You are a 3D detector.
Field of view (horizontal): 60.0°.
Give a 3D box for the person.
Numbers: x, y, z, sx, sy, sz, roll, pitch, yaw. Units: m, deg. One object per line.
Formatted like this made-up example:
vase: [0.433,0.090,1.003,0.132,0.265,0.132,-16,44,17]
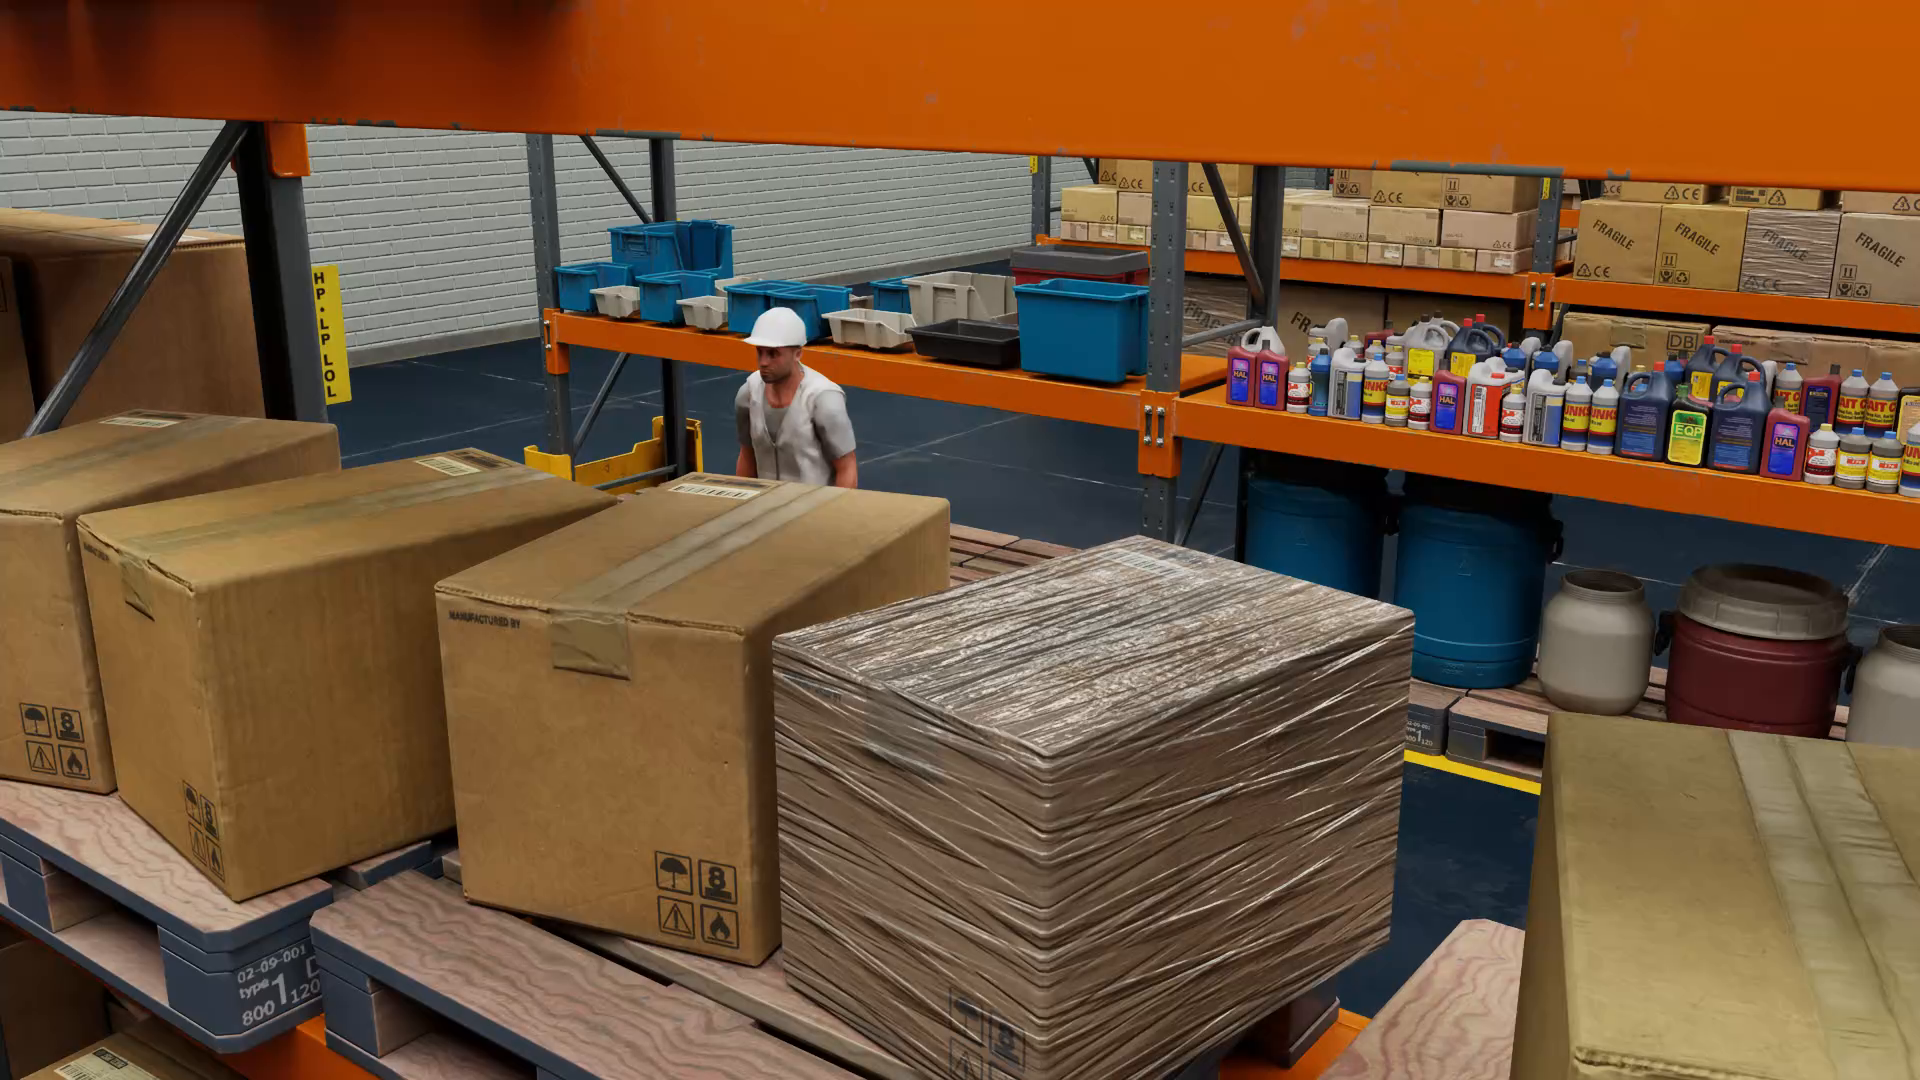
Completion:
person: [-0.689,-0.060,6.714,0.617,1.778,0.452,10,19,32]
